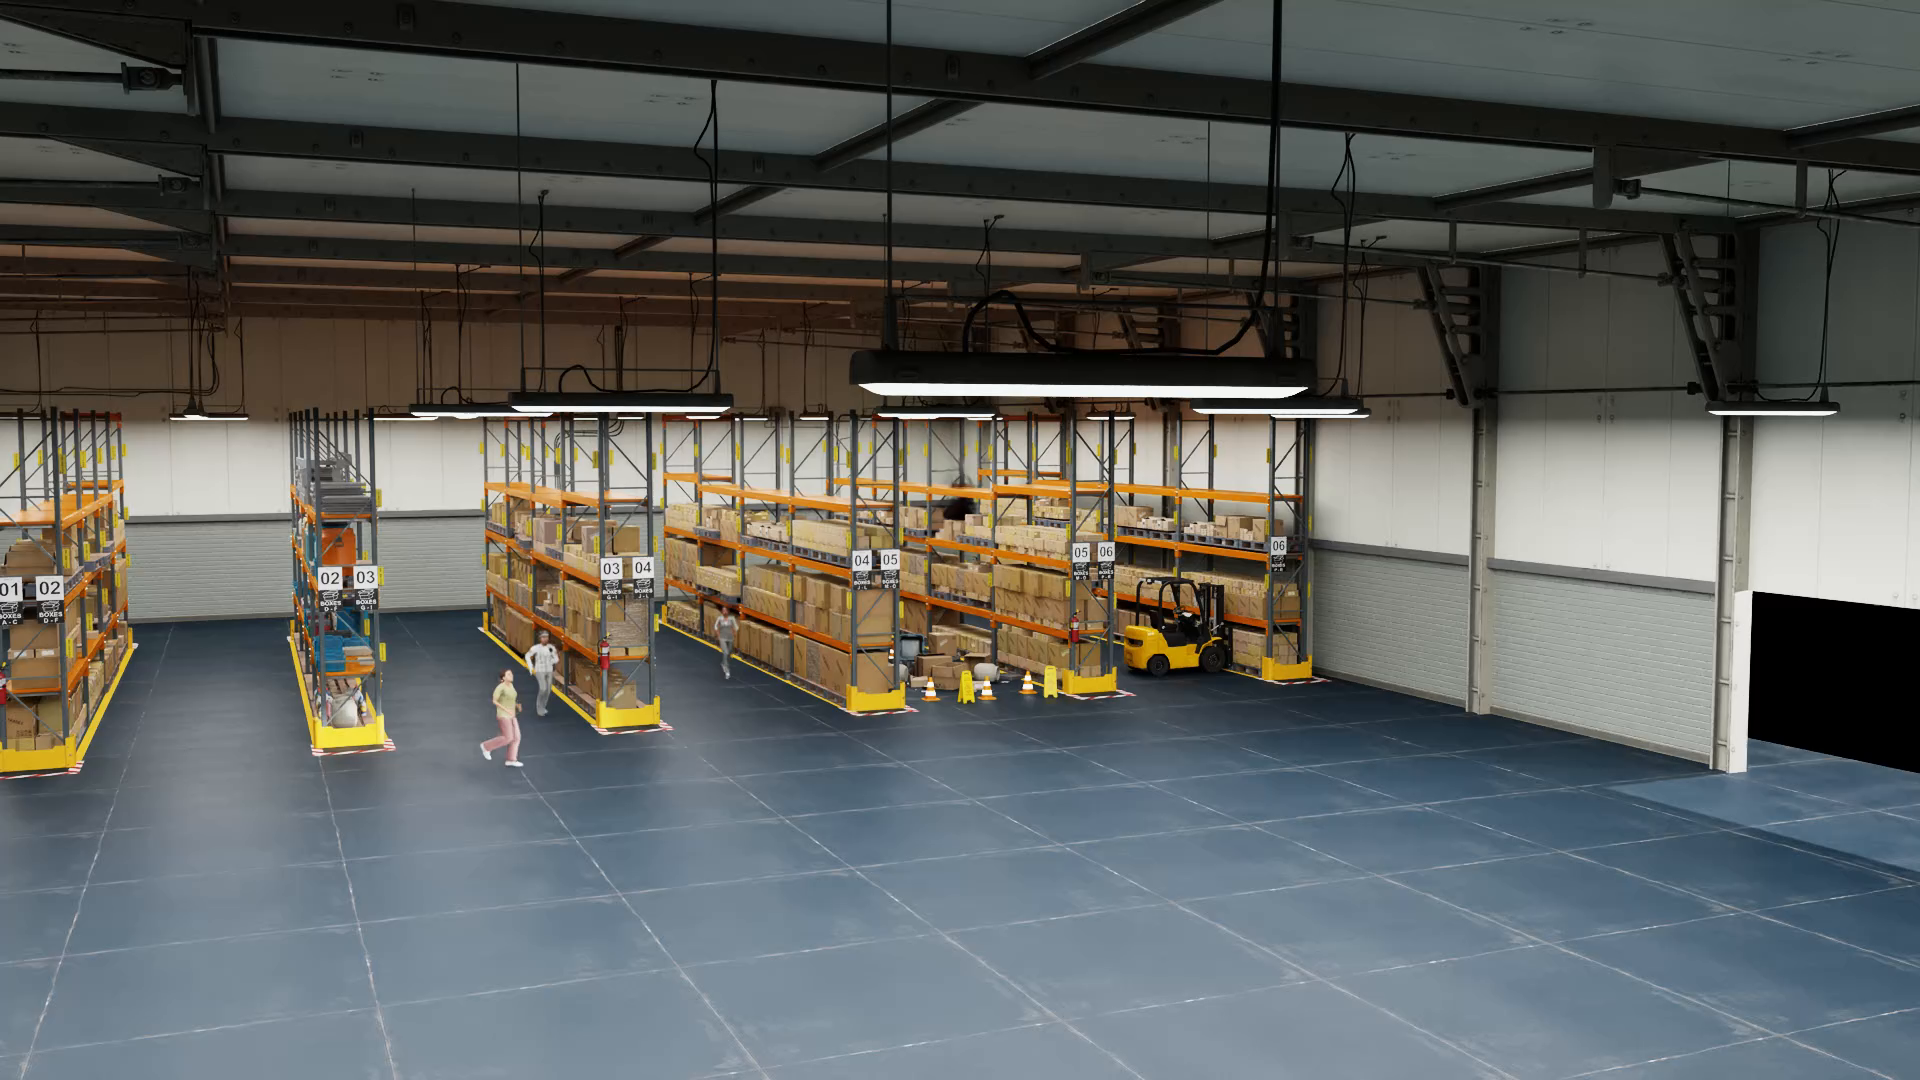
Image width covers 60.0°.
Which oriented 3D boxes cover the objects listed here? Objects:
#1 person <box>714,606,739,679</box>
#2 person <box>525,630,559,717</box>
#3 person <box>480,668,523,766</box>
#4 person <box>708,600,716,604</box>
[{"bbox_3d":[-5.282,2.290,37.662,0.526,1.606,0.815,-1,4,-16],"label":"person"},{"bbox_3d":[-8.124,2.601,32.496,0.582,1.690,0.666,-3,5,-33],"label":"person"},{"bbox_3d":[-7.652,2.963,27.877,0.699,1.651,0.583,1,4,13],"label":"person"},{"bbox_3d":[-7.564,1.486,49.588,0.825,1.646,0.666,-2,4,-22],"label":"person"}]
